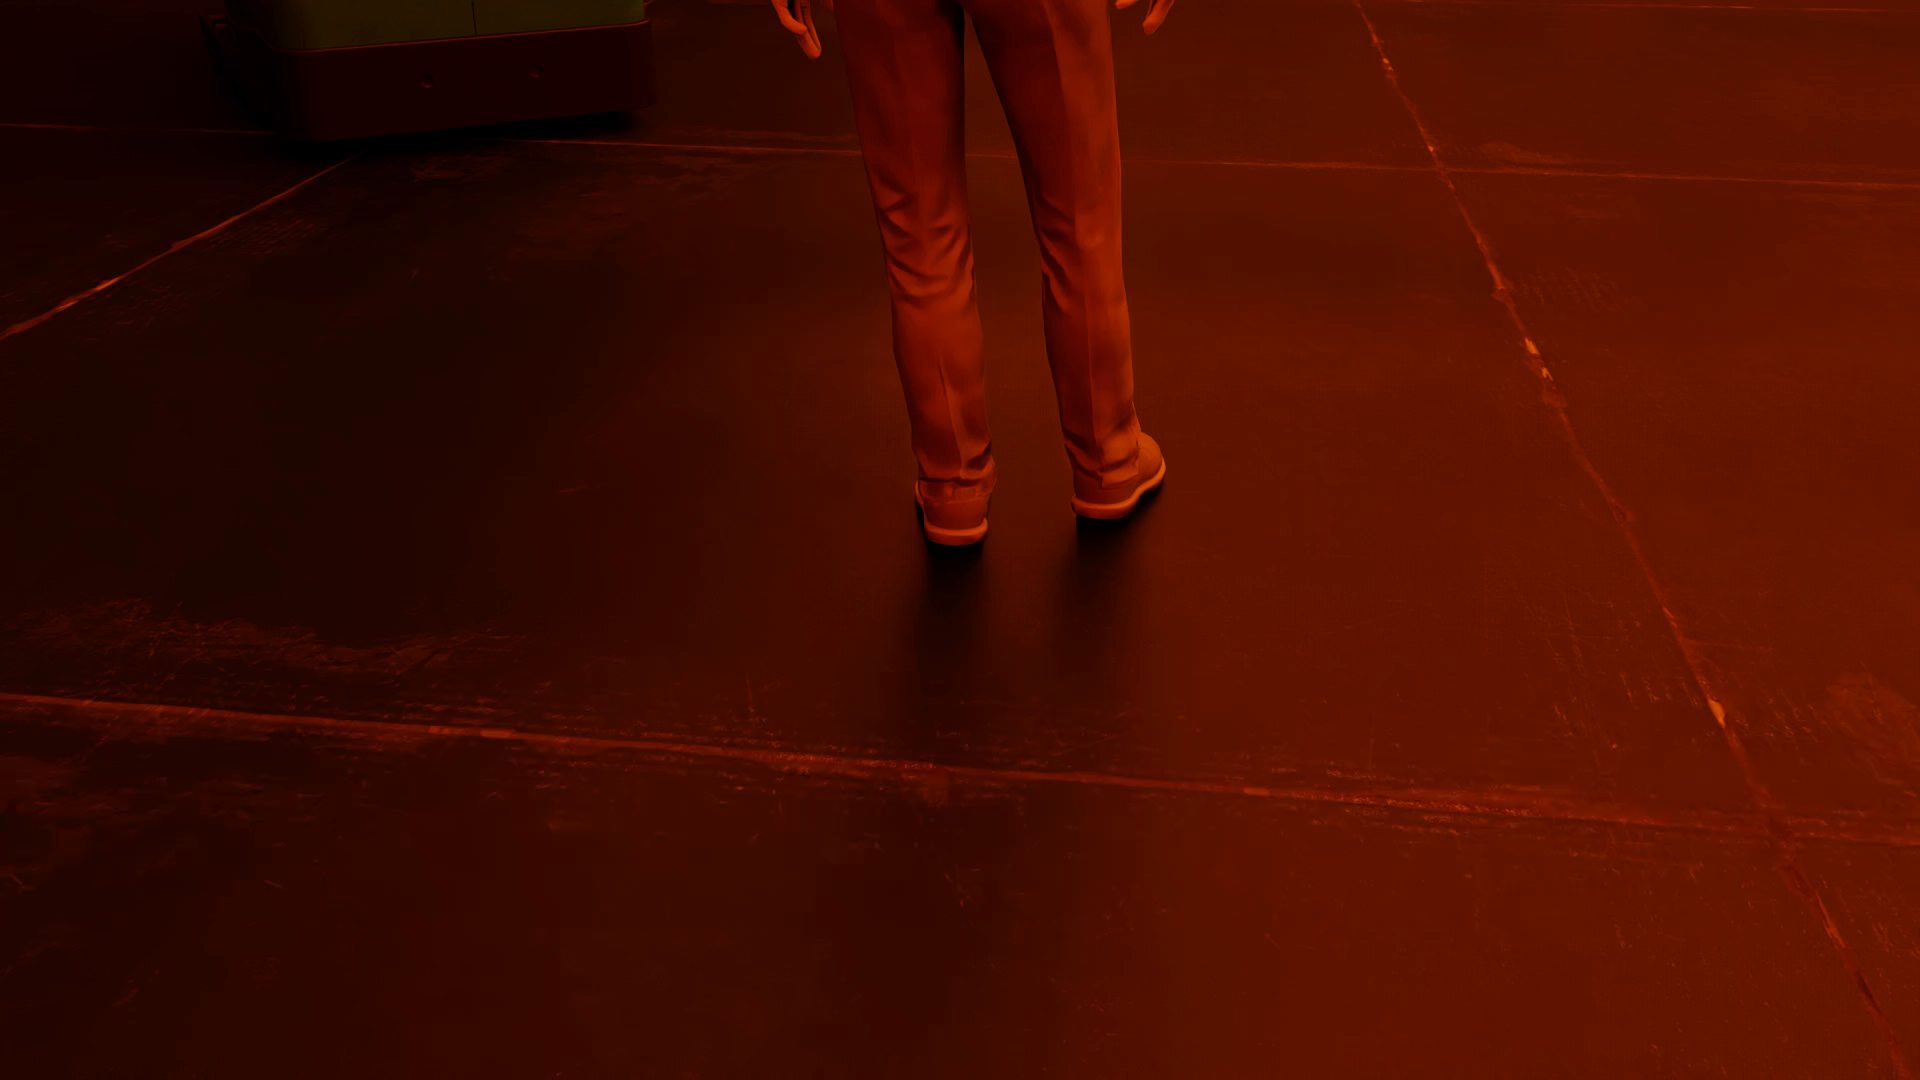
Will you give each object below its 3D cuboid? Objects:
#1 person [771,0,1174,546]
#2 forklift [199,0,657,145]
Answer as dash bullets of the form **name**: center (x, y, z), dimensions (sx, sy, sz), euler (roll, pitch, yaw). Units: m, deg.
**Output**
- **person**: center (0.016, -0.795, 2.179), dimensions (0.587, 1.694, 0.530), euler (3, 27, 7)
- **forklift**: center (-2.037, -3.012, 5.256), dimensions (1.130, 2.935, 3.031), euler (-13, 29, -25)
